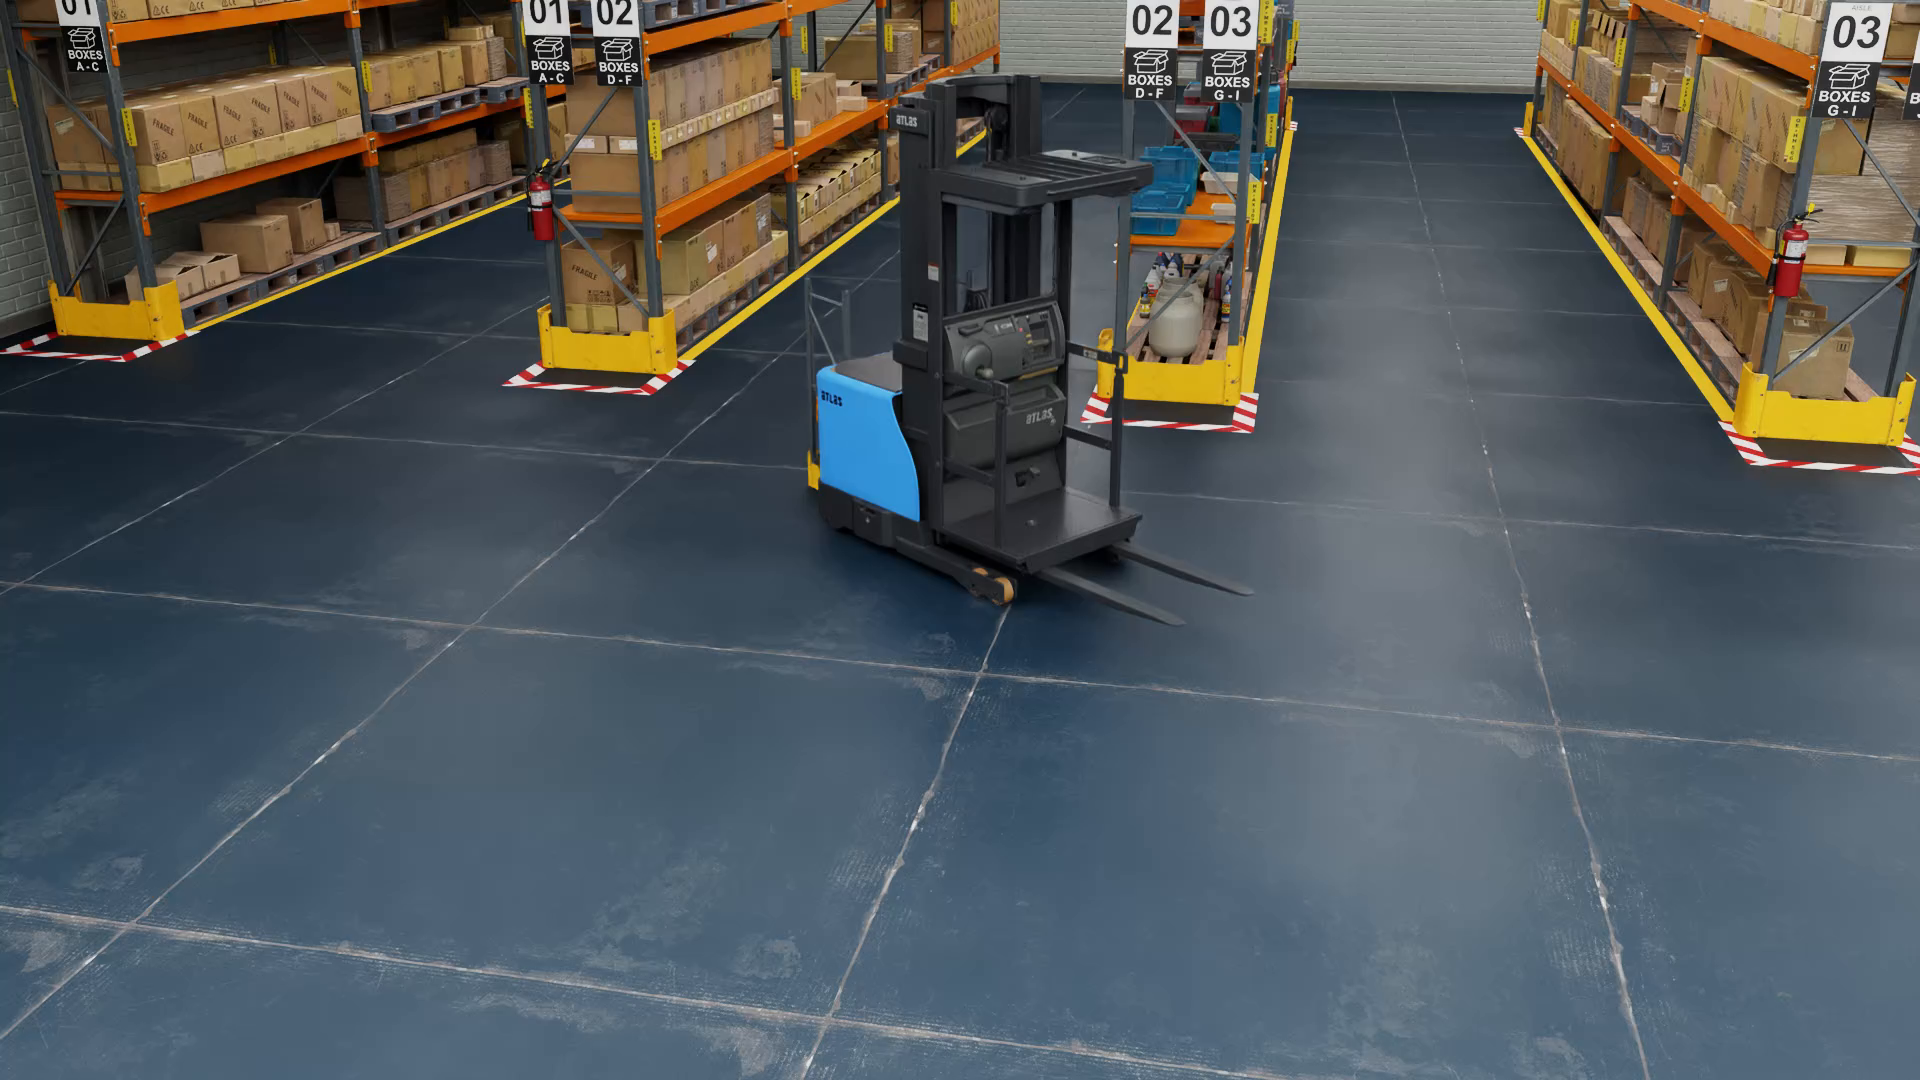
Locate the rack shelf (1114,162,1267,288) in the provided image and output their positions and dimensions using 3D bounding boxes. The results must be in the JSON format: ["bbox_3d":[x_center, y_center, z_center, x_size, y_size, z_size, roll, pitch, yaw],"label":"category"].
[{"bbox_3d":[2.175,-2.957,15.144,1.077,0.370,4.000,4,22,11],"label":"rack shelf"}]

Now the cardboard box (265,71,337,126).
[{"bbox_3d":[-7.006,-4.686,17.643,0.500,0.500,0.500,4,22,11],"label":"cardboard box"}]

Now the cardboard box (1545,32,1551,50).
[{"bbox_3d":[9.419,-7.756,25.900,0.500,0.250,0.500,4,22,10],"label":"cardboard box"}]

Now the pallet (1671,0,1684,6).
[{"bbox_3d":[7.871,-5.546,16.846,1.213,0.211,1.003,4,22,11],"label":"pallet"}]

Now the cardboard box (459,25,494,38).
[{"bbox_3d":[-6.340,-6.663,21.793,0.380,0.149,0.250,2,22,4],"label":"cardboard box"}]

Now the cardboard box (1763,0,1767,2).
[{"bbox_3d":[6.815,-4.480,13.613,0.380,0.149,0.250,5,22,12],"label":"cardboard box"}]

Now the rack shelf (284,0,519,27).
[{"bbox_3d":[-6.707,-6.567,20.091,1.077,0.370,4.000,4,22,11],"label":"rack shelf"}]

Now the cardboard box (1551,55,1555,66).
[{"bbox_3d":[9.172,-7.250,25.176,0.380,0.149,0.250,4,22,10],"label":"cardboard box"}]

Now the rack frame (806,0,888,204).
[{"bbox_3d":[-1.449,-5.864,21.399,1.000,3.000,0.127,4,22,11],"label":"rack frame"}]

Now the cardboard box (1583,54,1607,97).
[{"bbox_3d":[8.521,-6.101,21.853,0.500,0.500,0.500,4,22,10],"label":"cardboard box"}]

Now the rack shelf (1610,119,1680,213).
[{"bbox_3d":[7.840,-4.043,17.839,1.077,0.370,4.000,4,22,11],"label":"rack shelf"}]

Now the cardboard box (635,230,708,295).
[{"bbox_3d":[-2.654,-2.568,15.329,0.500,0.500,0.500,4,22,11],"label":"cardboard box"}]

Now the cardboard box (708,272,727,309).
[{"bbox_3d":[-2.553,-2.403,15.924,0.500,0.250,0.500,4,22,11],"label":"cardboard box"}]

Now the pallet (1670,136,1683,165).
[{"bbox_3d":[7.730,-3.824,16.591,1.003,0.211,1.213,4,22,11],"label":"pallet"}]

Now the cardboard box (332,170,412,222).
[{"bbox_3d":[-6.982,-4.093,19.758,0.700,0.500,0.500,5,23,13],"label":"cardboard box"}]

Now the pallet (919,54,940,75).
[{"bbox_3d":[-0.903,-6.954,24.363,1.003,0.211,1.213,4,22,11],"label":"pallet"}]

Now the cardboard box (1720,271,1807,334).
[{"bbox_3d":[7.152,-2.094,14.821,0.500,0.500,0.500,2,22,6],"label":"cardboard box"}]

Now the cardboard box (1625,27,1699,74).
[{"bbox_3d":[8.413,-5.886,19.976,0.797,0.503,0.637,5,23,13],"label":"cardboard box"}]

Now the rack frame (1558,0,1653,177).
[{"bbox_3d":[9.064,-6.571,23.153,1.000,3.000,0.127,4,22,11],"label":"rack frame"}]

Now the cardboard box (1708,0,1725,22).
[{"bbox_3d":[7.089,-4.822,14.996,0.500,0.250,0.500,4,22,9],"label":"cardboard box"}]

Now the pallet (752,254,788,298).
[{"bbox_3d":[-2.469,-2.820,17.574,1.003,0.211,1.213,4,22,11],"label":"pallet"}]

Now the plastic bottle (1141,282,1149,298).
[{"bbox_3d":[1.718,-2.253,15.479,0.061,0.283,0.133,5,22,12],"label":"plastic bottle"}]

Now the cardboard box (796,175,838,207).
[{"bbox_3d":[-1.725,-4.085,19.349,0.500,0.311,0.500,4,22,9],"label":"cardboard box"}]

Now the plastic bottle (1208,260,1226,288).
[{"bbox_3d":[2.544,-2.638,16.444,0.152,0.276,0.135,4,22,11],"label":"plastic bottle"}]

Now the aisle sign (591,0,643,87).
[{"bbox_3d":[-2.795,-4.097,13.531,0.394,0.787,0.004,4,22,11],"label":"aisle sign"}]

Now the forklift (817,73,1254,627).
[{"bbox_3d":[0.421,-1.186,9.875,1.130,2.935,3.031,-19,29,-39],"label":"forklift"}]

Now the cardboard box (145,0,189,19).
[{"bbox_3d":[-7.474,-5.059,15.223,0.500,0.500,0.500,6,23,14],"label":"cardboard box"}]

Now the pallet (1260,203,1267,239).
[{"bbox_3d":[3.203,-3.912,20.283,1.003,0.211,1.213,4,22,11],"label":"pallet"}]

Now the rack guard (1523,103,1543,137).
[{"bbox_3d":[9.885,-6.883,27.274,1.175,0.500,0.348,4,22,11],"label":"rack guard"}]

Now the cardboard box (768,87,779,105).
[{"bbox_3d":[-2.111,-4.633,17.340,0.380,0.149,0.250,4,22,11],"label":"cardboard box"}]

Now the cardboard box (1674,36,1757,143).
[{"bbox_3d":[7.731,-4.398,16.393,1.000,1.000,1.000,5,22,11],"label":"cardboard box"}]

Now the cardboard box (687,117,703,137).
[{"bbox_3d":[-2.582,-3.791,15.248,0.380,0.149,0.250,4,22,9],"label":"cardboard box"}]

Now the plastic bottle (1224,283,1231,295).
[{"bbox_3d":[2.512,-2.263,15.520,0.097,0.271,0.097,0,22,0],"label":"plastic bottle"}]

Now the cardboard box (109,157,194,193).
[{"bbox_3d":[-7.521,-3.409,15.476,0.500,0.250,0.500,4,22,9],"label":"cardboard box"}]

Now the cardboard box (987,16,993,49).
[{"bbox_3d":[0.256,-8.462,27.715,0.500,0.500,0.500,5,22,11],"label":"cardboard box"}]

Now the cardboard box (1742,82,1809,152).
[{"bbox_3d":[6.687,-3.416,13.450,0.500,0.500,0.500,4,22,11],"label":"cardboard box"}]

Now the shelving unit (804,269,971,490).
[{"bbox_3d":[-0.480,-1.123,11.635,1.083,1.500,0.587,-16,27,-35],"label":"shelving unit"}]

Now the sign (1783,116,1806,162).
[{"bbox_3d":[6.076,-2.915,12.104,0.100,0.325,0.005,4,22,11],"label":"sign"}]

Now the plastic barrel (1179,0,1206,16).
[{"bbox_3d":[1.742,-4.532,12.940,0.600,0.830,0.708,4,22,11],"label":"plastic barrel"}]

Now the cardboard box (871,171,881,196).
[{"bbox_3d":[-1.318,-4.573,21.311,0.500,0.250,0.500,5,22,12],"label":"cardboard box"}]

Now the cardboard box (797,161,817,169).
[{"bbox_3d":[-2.049,-4.496,20.369,0.500,0.311,0.500,4,22,9],"label":"cardboard box"}]

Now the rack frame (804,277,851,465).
[{"bbox_3d":[-0.890,-1.005,11.342,0.032,1.500,0.500,-16,27,-35],"label":"rack frame"}]

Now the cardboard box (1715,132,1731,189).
[{"bbox_3d":[7.140,-3.299,14.497,0.875,0.500,0.500,4,22,11],"label":"cardboard box"}]

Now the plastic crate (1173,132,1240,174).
[{"bbox_3d":[2.352,-3.812,16.386,0.767,0.338,0.504,4,22,11],"label":"plastic crate"}]

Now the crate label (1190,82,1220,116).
[{"bbox_3d":[2.932,-5.159,19.601,0.502,0.435,0.616,4,22,11],"label":"crate label"}]

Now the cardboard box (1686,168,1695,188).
[{"bbox_3d":[7.030,-3.382,15.573,0.380,0.149,0.250,4,22,11],"label":"cardboard box"}]

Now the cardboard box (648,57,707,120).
[{"bbox_3d":[-2.759,-4.153,15.280,0.700,0.500,0.500,5,22,11],"label":"cardboard box"}]

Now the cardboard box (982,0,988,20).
[{"bbox_3d":[0.158,-8.742,27.072,0.500,0.500,0.500,5,22,12],"label":"cardboard box"}]

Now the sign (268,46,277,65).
[{"bbox_3d":[-7.660,-5.356,18.587,0.100,0.325,0.005,4,22,11],"label":"sign"}]

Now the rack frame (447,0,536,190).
[{"bbox_3d":[-6.299,-6.241,22.334,1.000,3.000,0.127,4,22,11],"label":"rack frame"}]

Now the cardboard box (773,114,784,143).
[{"bbox_3d":[-2.208,-4.515,18.250,0.500,0.250,0.500,6,23,14],"label":"cardboard box"}]

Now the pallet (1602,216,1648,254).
[{"bbox_3d":[8.087,-3.529,19.333,1.003,0.211,1.213,4,22,11],"label":"pallet"}]

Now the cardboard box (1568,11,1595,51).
[{"bbox_3d":[8.896,-7.175,23.454,0.500,0.500,0.500,5,22,12],"label":"cardboard box"}]

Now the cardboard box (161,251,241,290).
[{"bbox_3d":[-7.586,-2.726,16.618,0.500,0.311,0.500,6,23,15],"label":"cardboard box"}]

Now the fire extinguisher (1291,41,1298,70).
[{"bbox_3d":[5.507,-8.223,27.858,0.296,0.674,0.183,4,22,11],"label":"fire extinguisher"}]

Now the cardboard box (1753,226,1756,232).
[{"bbox_3d":[6.682,-2.551,13.508,0.380,0.149,0.250,4,22,11],"label":"cardboard box"}]
